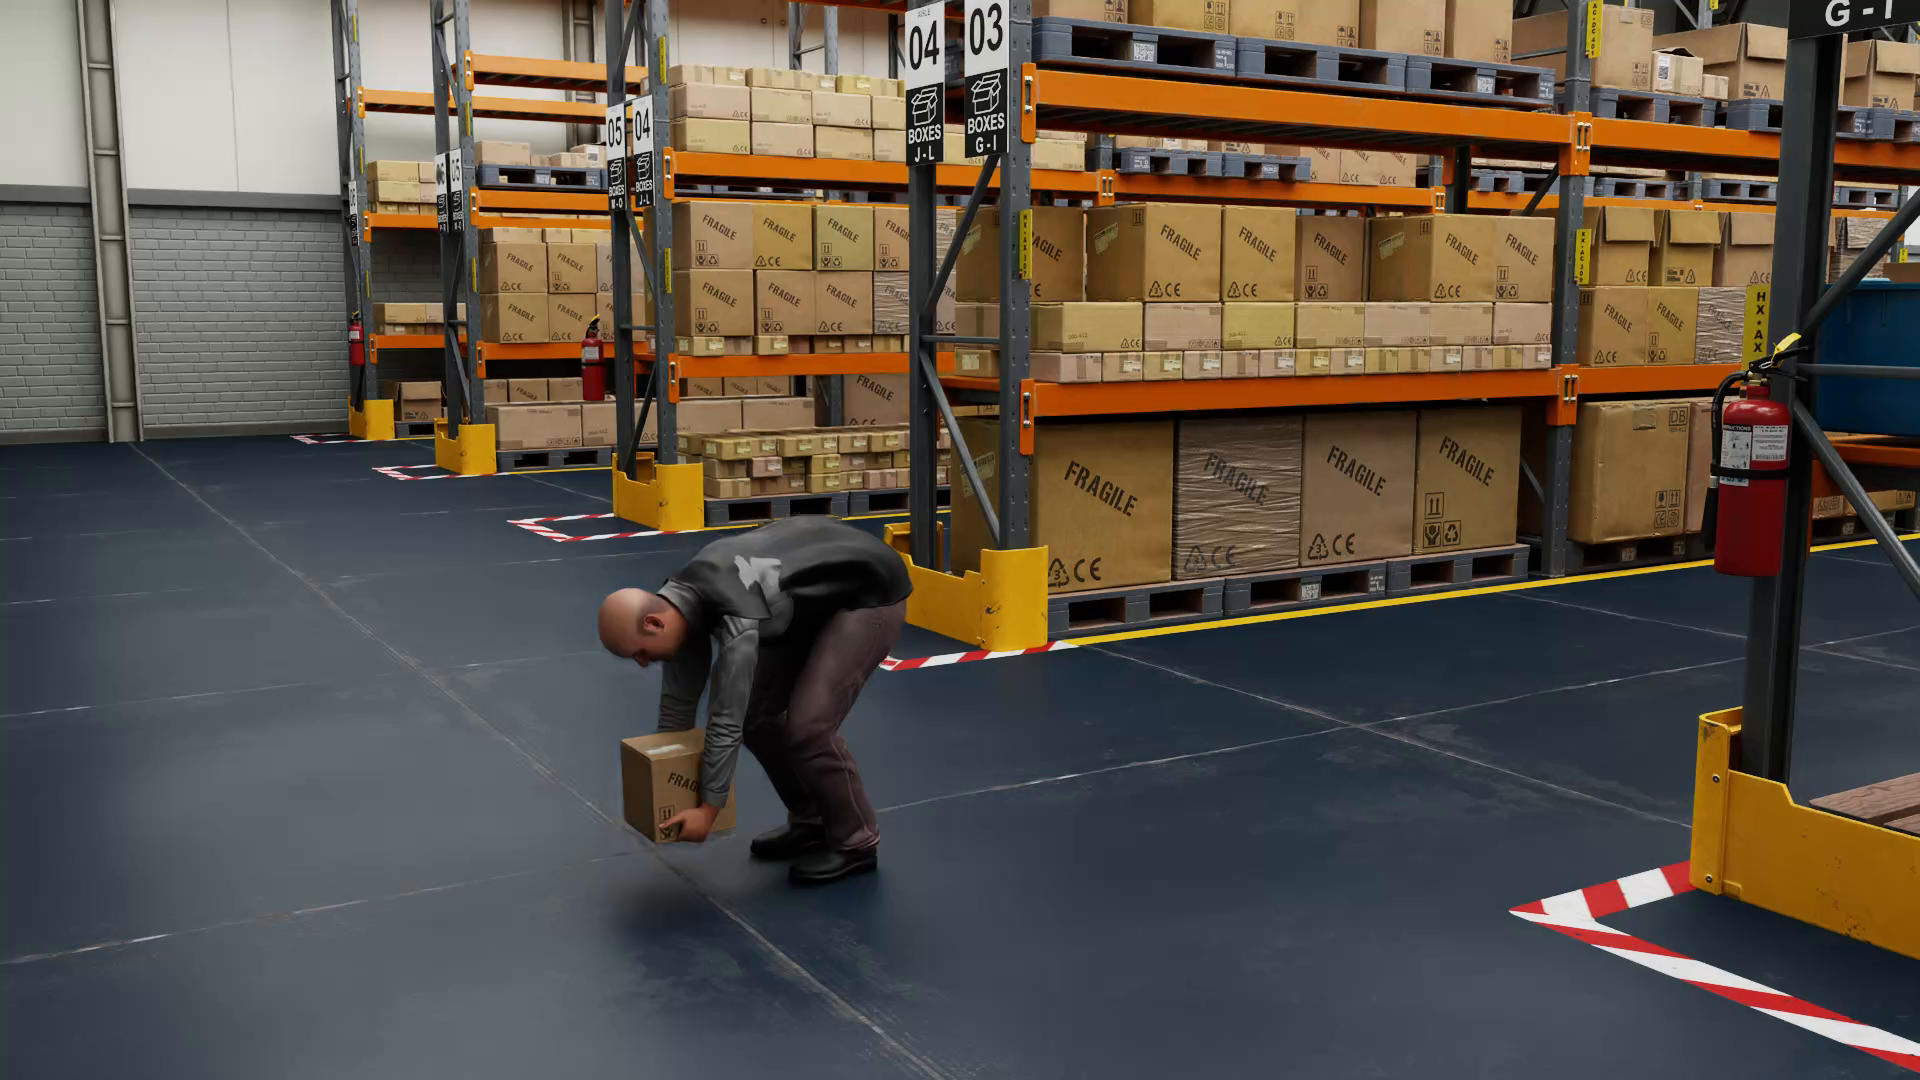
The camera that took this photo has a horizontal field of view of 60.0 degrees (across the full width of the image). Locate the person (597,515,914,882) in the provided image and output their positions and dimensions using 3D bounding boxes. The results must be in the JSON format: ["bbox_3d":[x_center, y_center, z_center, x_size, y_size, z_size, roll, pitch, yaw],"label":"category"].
[{"bbox_3d":[-0.600,0.472,4.919,0.958,1.065,0.489,-5,10,-33],"label":"person"}]
